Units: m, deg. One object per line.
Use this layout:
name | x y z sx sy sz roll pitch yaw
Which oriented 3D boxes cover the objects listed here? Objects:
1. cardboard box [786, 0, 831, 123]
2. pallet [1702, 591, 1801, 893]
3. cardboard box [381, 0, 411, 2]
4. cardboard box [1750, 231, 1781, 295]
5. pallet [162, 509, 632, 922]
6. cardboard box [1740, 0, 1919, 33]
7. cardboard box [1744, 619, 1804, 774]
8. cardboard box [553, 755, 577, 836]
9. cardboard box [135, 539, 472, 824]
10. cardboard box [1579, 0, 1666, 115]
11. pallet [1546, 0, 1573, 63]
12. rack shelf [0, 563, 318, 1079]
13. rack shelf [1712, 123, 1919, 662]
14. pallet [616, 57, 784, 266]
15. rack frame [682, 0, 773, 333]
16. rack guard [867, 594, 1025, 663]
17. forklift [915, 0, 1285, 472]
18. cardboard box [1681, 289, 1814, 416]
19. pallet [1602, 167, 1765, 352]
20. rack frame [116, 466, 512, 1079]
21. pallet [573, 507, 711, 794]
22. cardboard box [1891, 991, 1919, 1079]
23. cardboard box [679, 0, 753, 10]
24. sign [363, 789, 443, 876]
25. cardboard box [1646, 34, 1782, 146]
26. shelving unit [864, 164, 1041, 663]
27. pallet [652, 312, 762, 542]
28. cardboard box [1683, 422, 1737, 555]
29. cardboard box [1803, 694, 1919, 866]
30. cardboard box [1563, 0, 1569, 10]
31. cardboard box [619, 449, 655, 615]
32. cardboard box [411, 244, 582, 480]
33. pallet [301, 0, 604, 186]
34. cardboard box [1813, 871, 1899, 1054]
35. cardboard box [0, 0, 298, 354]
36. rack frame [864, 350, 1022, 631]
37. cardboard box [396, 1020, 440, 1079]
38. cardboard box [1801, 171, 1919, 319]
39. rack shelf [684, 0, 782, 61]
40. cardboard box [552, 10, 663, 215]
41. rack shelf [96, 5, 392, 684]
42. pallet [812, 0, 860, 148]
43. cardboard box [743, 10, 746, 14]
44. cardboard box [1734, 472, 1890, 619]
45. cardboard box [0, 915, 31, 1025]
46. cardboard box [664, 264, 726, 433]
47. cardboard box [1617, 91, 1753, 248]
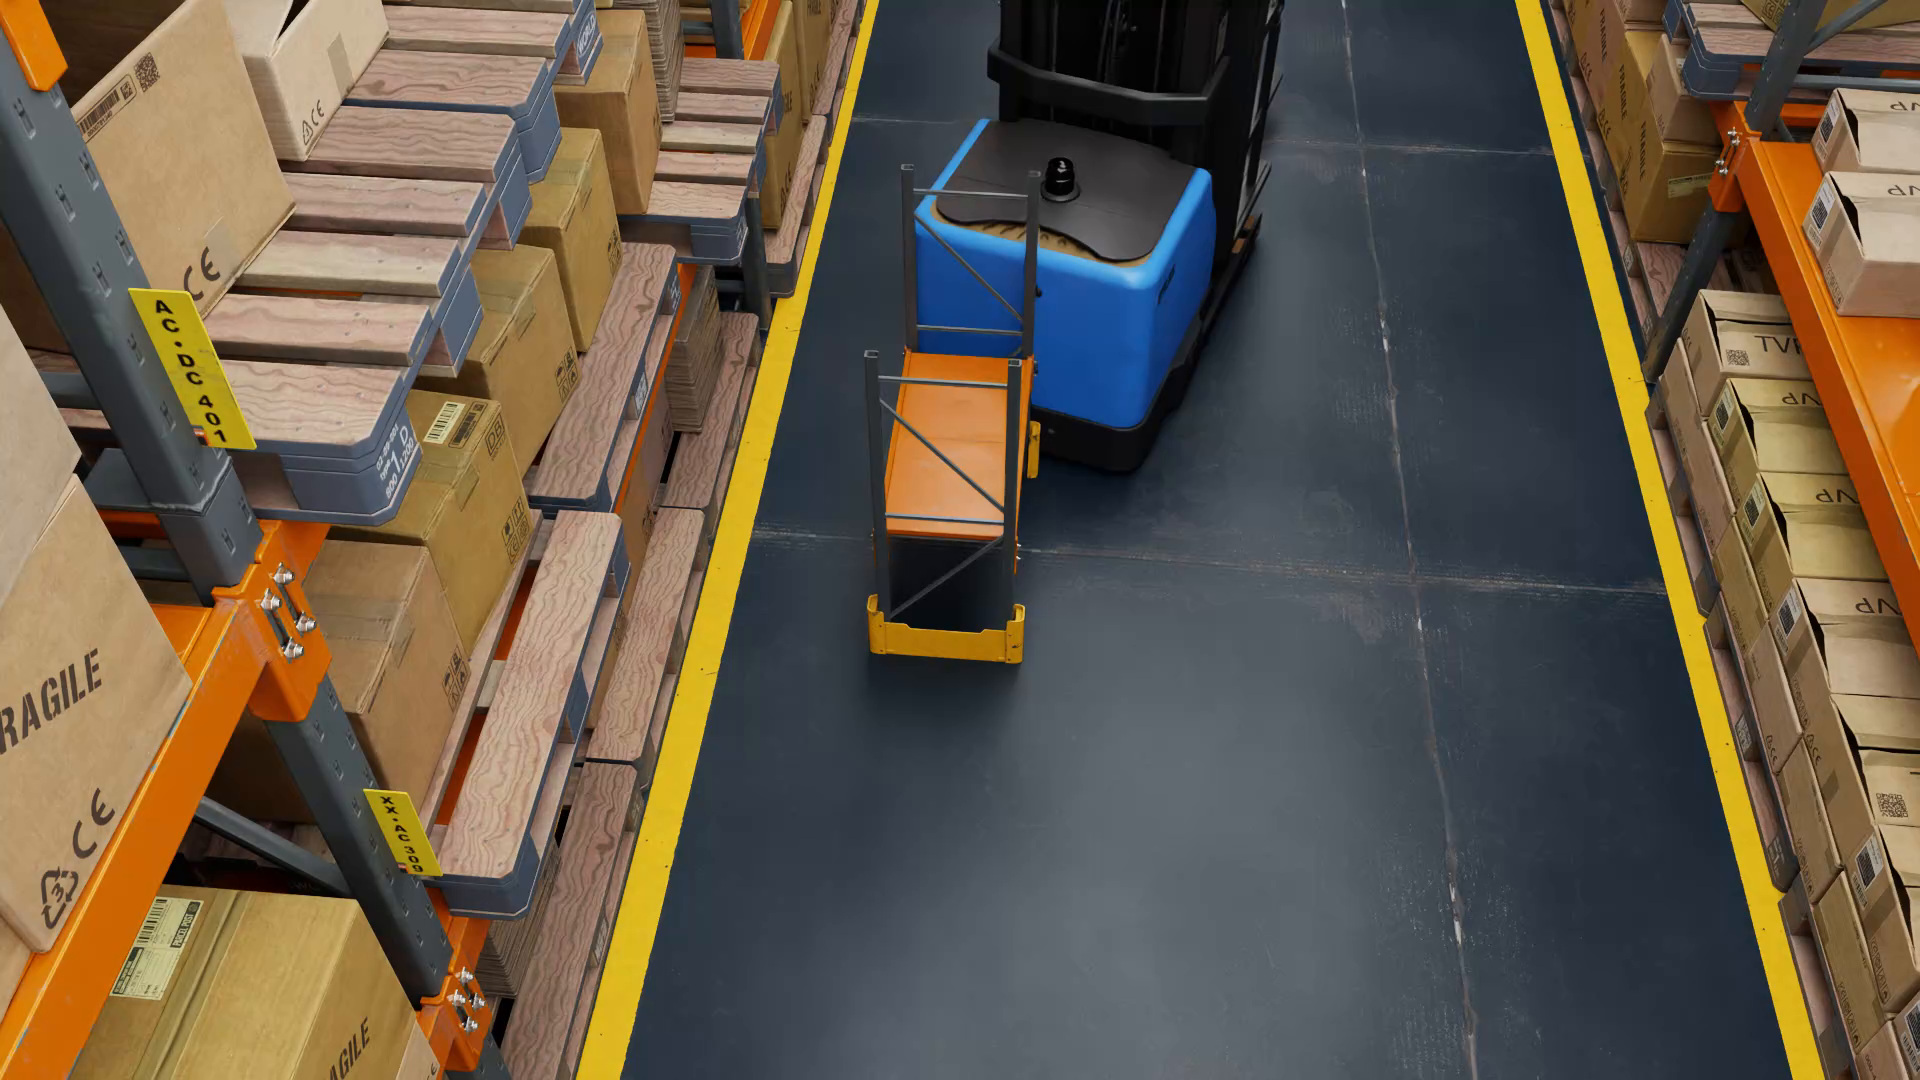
cardboard box | -1.091 -2.637 8.327 0.750 0.750 0.750 4 48 3
pallet | 3.331 0.722 5.972 1.003 0.211 1.213 4 48 4
cardboard box | -1.498 -1.597 3.818 0.500 0.500 0.500 2 48 2
cardboard box | 3.884 -1.335 7.360 0.500 0.500 0.500 6 48 5
pallet | -1.525 0.407 4.501 1.003 0.211 1.213 4 48 4
cardboard box | 3.503 -2.361 6.550 0.700 0.500 0.500 -11 48 -10
cardboard box | 3.085 0.565 5.805 0.500 0.250 0.500 5 48 4
cardboard box | -1.692 0.664 5.532 0.700 0.500 0.500 3 48 3
cardboard box | -1.659 0.340 4.066 0.700 0.500 0.500 4 48 4
cardboard box | 3.499 -2.489 8.416 0.500 0.500 0.500 2 48 2
pallet | 3.886 -3.113 9.480 1.003 0.211 1.213 4 48 4
rack shelf | -1.922 1.594 1.740 1.077 0.370 4.000 4 48 4
rack shelf | 3.376 -0.003 5.233 1.077 0.370 4.000 4 48 4
pallet | -1.334 -1.450 6.199 1.213 0.211 1.003 4 48 4
rack frame | -1.375 -2.046 6.614 1.000 3.000 0.127 4 48 4
rack guard | -0.052 0.338 6.298 0.587 0.250 0.087 4 48 4
forklift | 0.812 -2.380 6.966 1.130 2.935 3.031 17 50 15
cardboard box | 3.218 -0.753 6.631 0.500 0.311 0.500 5 48 5
pallet | 3.664 -1.320 7.840 1.003 0.211 1.213 4 48 4
rack frame | -1.740 0.894 3.926 1.000 3.000 0.127 4 48 4
pallet | -1.562 0.364 6.300 1.003 0.211 1.213 4 48 4
cardboard box | 2.945 1.504 4.566 0.500 0.311 0.500 4 48 4
cardboard box | -1.076 -2.526 6.771 0.500 0.500 0.500 5 48 5
sign | -1.199 0.632 3.578 0.100 0.325 0.005 4 48 4
cardboard box | 3.411 -2.018 7.476 0.500 0.250 0.500 6 48 5
shelving unit | -0.007 -0.450 6.171 0.587 1.500 1.083 4 48 4
pallet | -1.448 -0.530 7.118 1.003 0.211 1.213 4 48 4
cardboard box | 3.173 -0.194 6.500 0.500 0.250 0.500 3 48 2
cardboard box | 3.034 0.755 5.251 0.500 0.311 0.500 4 48 3
cardboard box | 3.598 -3.228 9.091 0.500 0.500 0.500 4 48 4
cardboard box | -1.569 -0.080 6.212 0.700 0.500 0.500 4 48 3
cardboard box | -1.572 -0.556 4.886 0.700 0.500 0.500 10 48 9
pallet | -1.486 -1.264 3.994 1.213 0.211 1.003 4 48 4
cardboard box | 2.991 1.315 5.120 0.500 0.250 0.500 3 48 3
cardboard box | -1.610 -0.690 2.990 0.500 0.500 0.500 10 48 9
rack frame | -0.054 -0.070 5.824 0.500 1.500 0.032 4 48 4
cardboard box | -1.481 1.306 3.637 0.500 0.250 0.500 4 48 4
cardboard box | 3.284 -1.041 5.756 0.500 0.311 0.500 3 48 3
rack shelf | -1.193 -3.272 8.224 1.077 0.370 4.000 4 48 4
cardboard box | -1.432 -1.469 5.721 0.700 0.500 0.500 0 48 0
rack shelf | -1.557 -1.345 4.428 1.077 0.370 4.000 4 48 4
pallet | -1.115 -2.573 8.986 1.003 0.211 1.213 4 48 4
cardboard box | -1.083 -2.378 7.075 0.380 0.149 0.250 4 48 4
cardboard box | 3.130 0.008 5.934 0.500 0.311 0.500 3 48 2
cardboard box | -1.598 0.599 2.081 0.500 0.500 0.500 0 48 0
cardboard box | -1.389 -0.818 6.887 0.700 0.500 0.500 4 48 4
cardboard box | 3.410 -1.723 7.715 0.500 0.500 0.500 6 48 5
